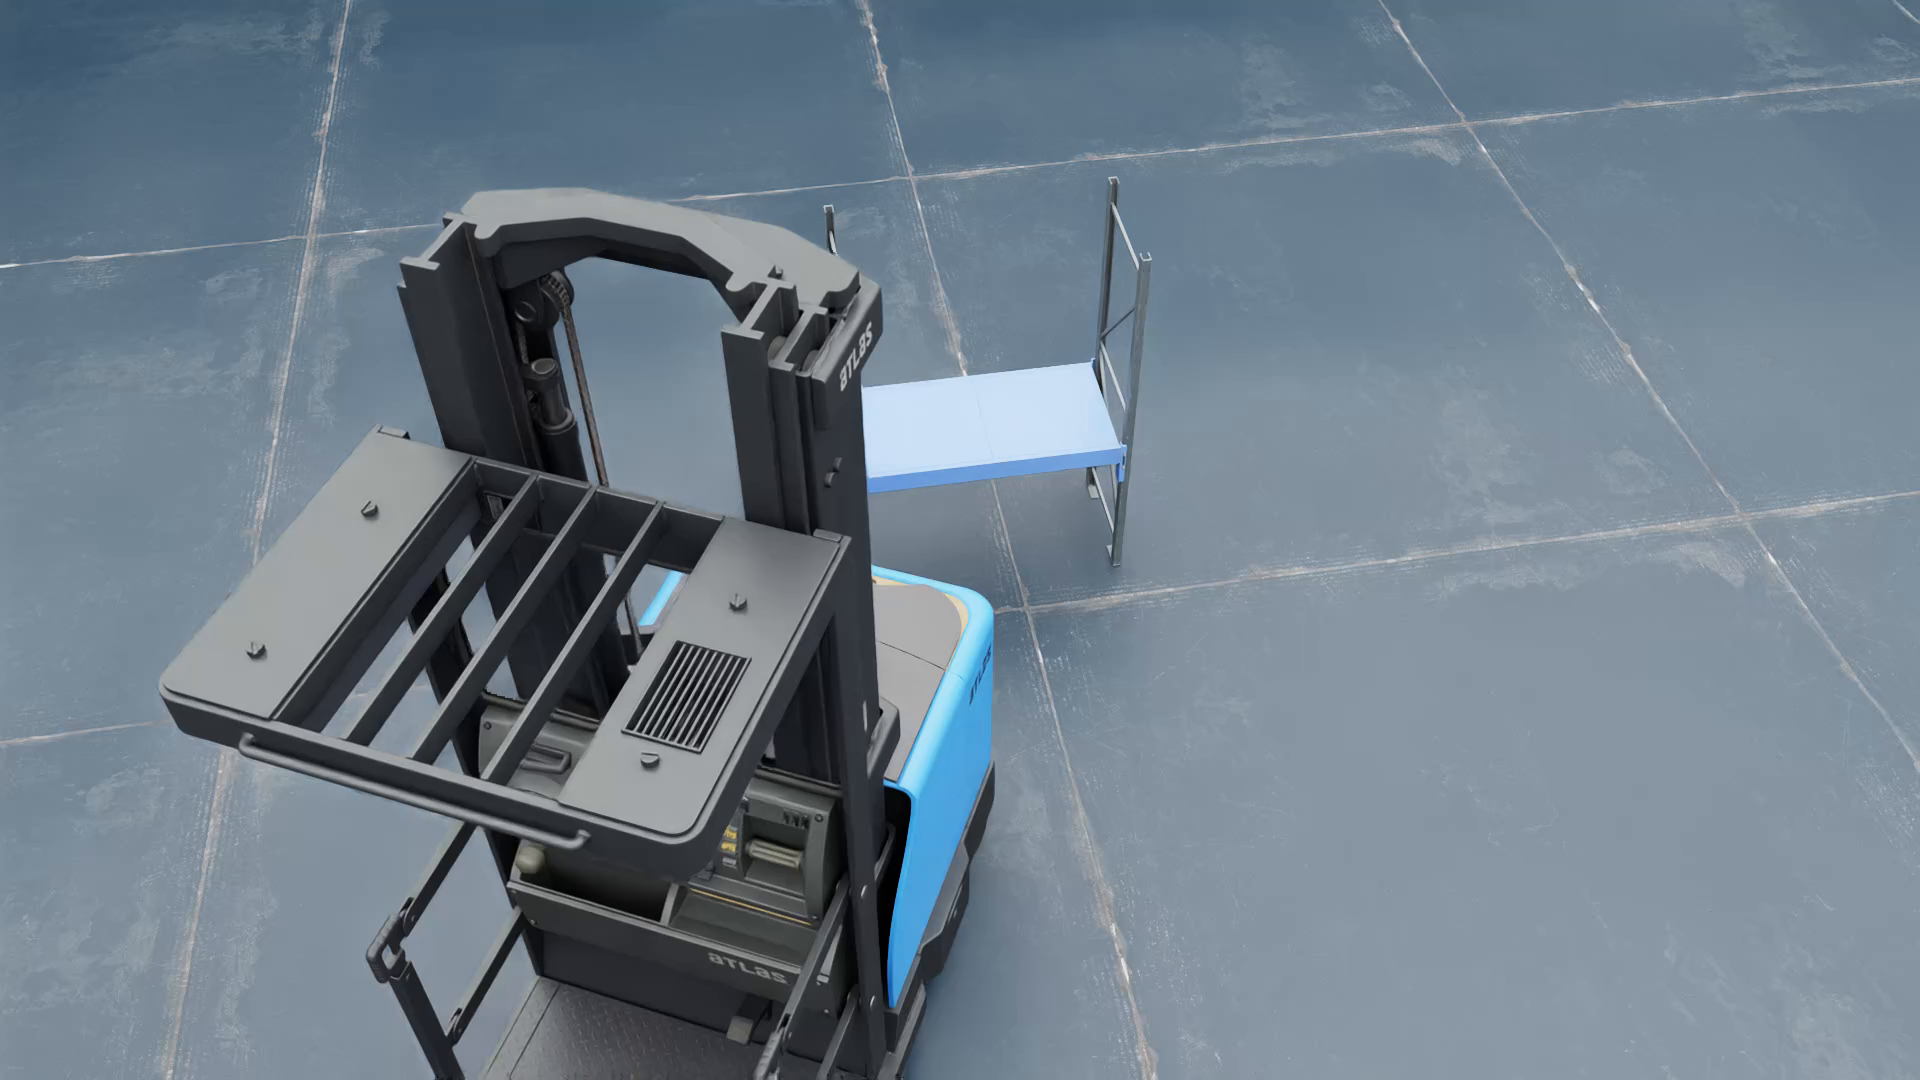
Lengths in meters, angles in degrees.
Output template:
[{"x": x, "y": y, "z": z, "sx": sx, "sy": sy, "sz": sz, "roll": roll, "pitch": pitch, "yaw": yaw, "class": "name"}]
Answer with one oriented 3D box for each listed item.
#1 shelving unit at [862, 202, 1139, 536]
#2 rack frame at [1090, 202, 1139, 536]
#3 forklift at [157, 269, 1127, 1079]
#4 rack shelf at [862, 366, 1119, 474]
[{"x": 0.103, "y": -0.534, "z": 6.223, "sx": 0.991, "sy": 1.308, "sz": 0.475, "roll": -7, "pitch": 46, "yaw": -7, "class": "shelving unit"}, {"x": 0.585, "y": -0.594, "z": 6.281, "sx": 0.013, "sy": 1.308, "sz": 0.475, "roll": -7, "pitch": 46, "yaw": -7, "class": "rack frame"}, {"x": -6.619, "y": 2.853, "z": 1.503, "sx": 10.324, "sy": 3.598, "sz": 15.967, "roll": 13, "pitch": 48, "yaw": 12, "class": "forklift"}, {"x": 0.084, "y": -0.440, "z": 6.314, "sx": 0.952, "sy": 0.062, "sz": 0.459, "roll": -7, "pitch": 46, "yaw": -7, "class": "rack shelf"}]
